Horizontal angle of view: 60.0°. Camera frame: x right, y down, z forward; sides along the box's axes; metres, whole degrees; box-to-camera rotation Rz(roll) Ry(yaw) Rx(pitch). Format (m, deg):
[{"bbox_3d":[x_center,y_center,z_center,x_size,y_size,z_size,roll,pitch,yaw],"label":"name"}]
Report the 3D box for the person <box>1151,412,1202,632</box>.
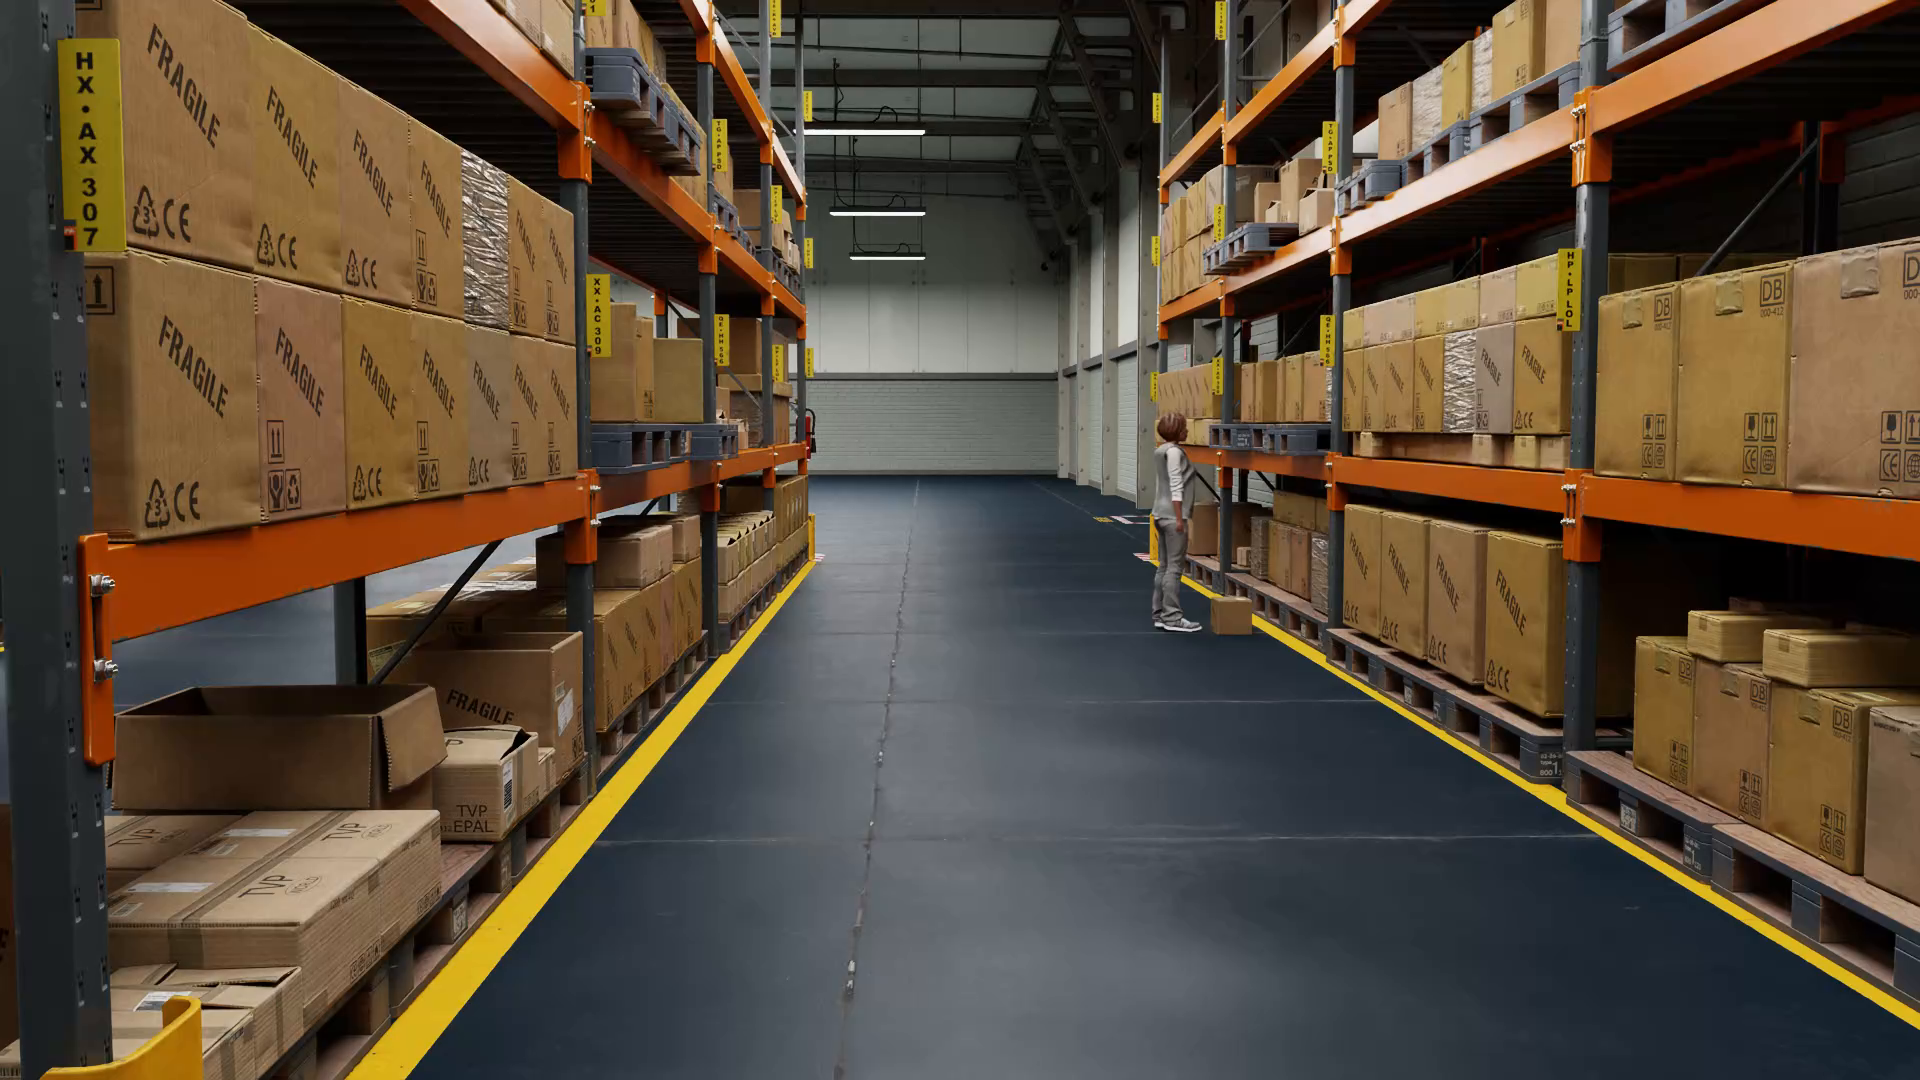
[{"bbox_3d":[1.574,-0.140,12.214,0.324,1.603,0.408,-1,4,-9],"label":"person"}]
